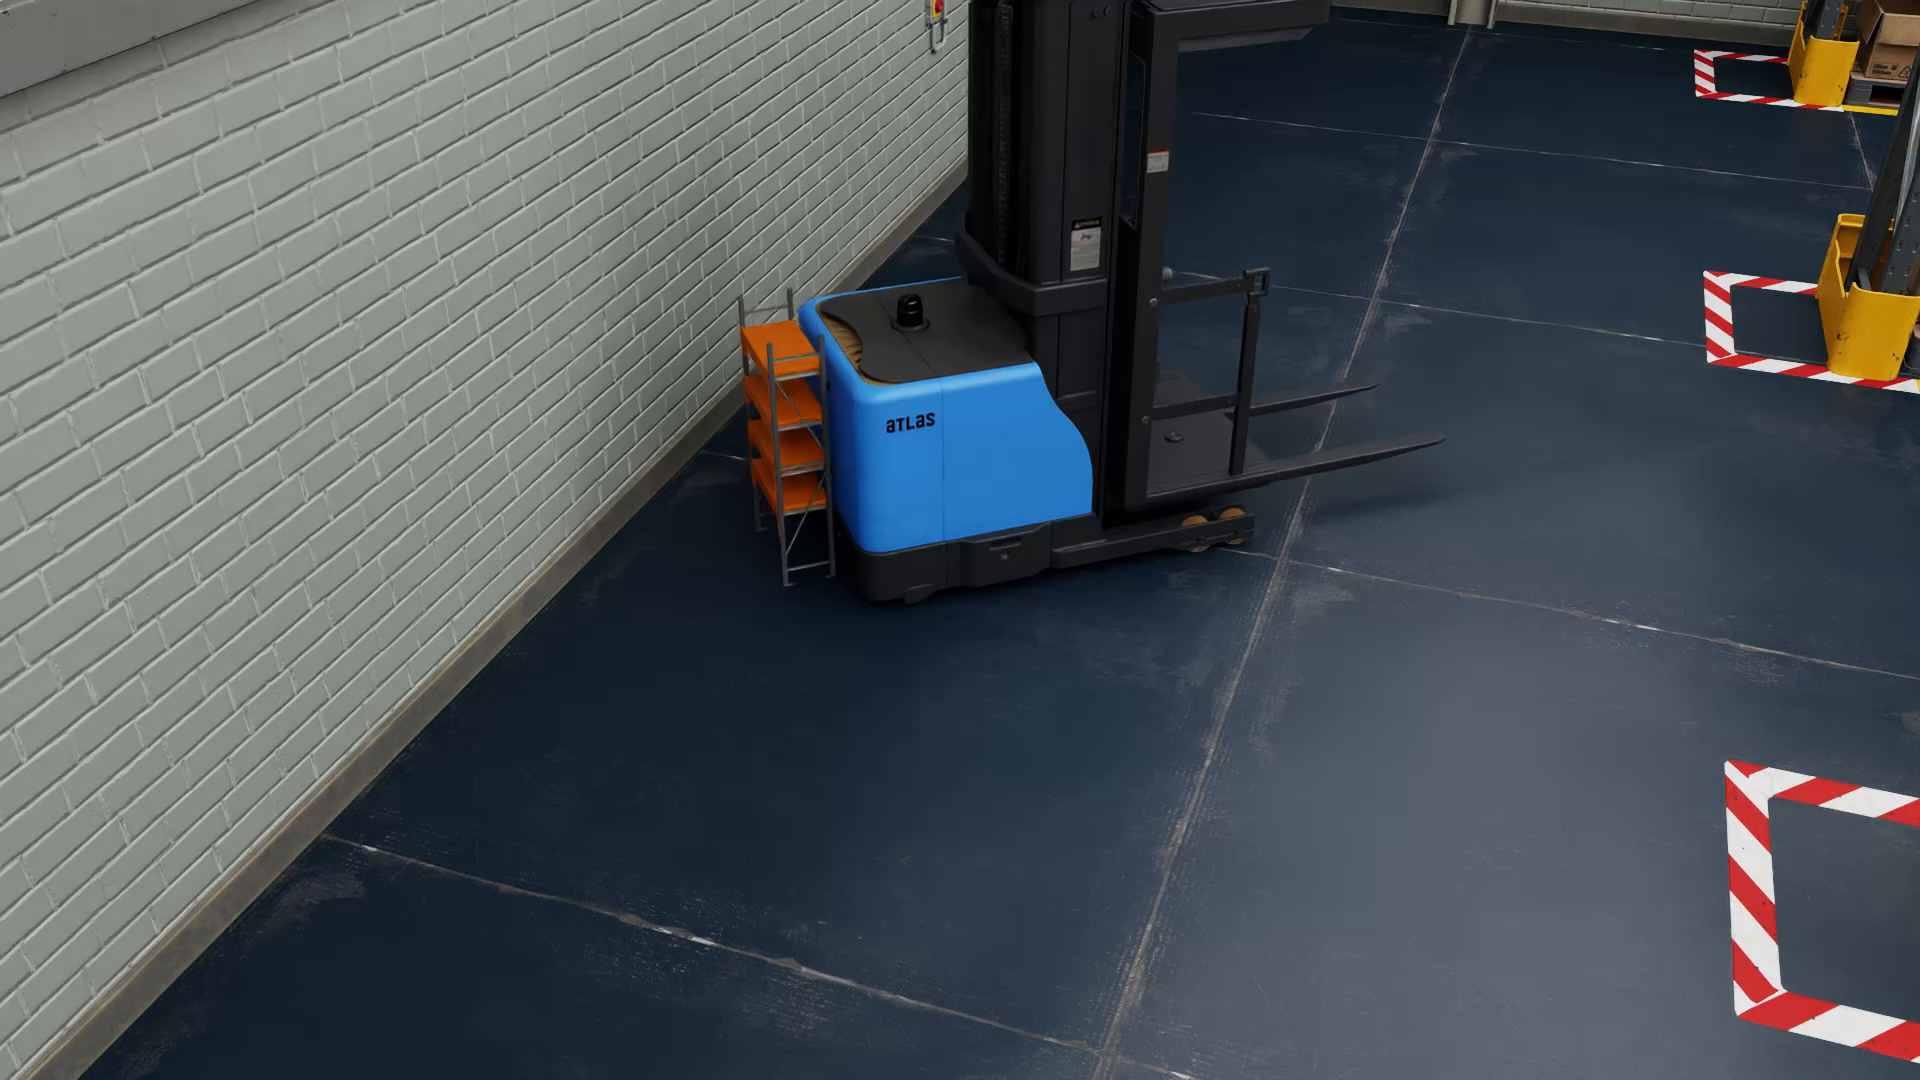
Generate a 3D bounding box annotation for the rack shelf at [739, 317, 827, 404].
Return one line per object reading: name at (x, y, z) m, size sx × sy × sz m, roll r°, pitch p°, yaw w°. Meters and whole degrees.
rack shelf at (-0.759, -0.774, 7.118) m, size 0.258 × 0.148 × 0.480 m, roll -11°, pitch 35°, yaw -17°

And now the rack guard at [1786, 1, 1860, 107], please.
rack guard at (6.914, -3.911, 13.346) m, size 0.348 × 0.500 × 1.175 m, roll 11°, pitch 34°, yaw 16°

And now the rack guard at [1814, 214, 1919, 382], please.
rack guard at (5.149, -1.394, 9.448) m, size 0.348 × 0.500 × 1.175 m, roll 11°, pitch 34°, yaw 16°

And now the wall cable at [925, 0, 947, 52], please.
wall cable at (-0.145, -3.899, 10.059) m, size 0.123 × 1.953 × 0.585 m, roll 11°, pitch 34°, yaw 16°

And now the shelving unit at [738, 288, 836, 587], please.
shelving unit at (-0.759, -0.444, 7.332) m, size 0.258 × 1.200 × 0.503 m, roll -11°, pitch 35°, yaw -17°

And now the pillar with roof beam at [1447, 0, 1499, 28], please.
pillar with roof beam at (3.156, -6.251, 9.135) m, size 0.400 × 9.000 × 9.100 m, roll 11°, pitch 34°, yaw 16°

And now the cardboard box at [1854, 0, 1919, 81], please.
cardboard box at (7.386, -3.942, 13.005) m, size 0.637 × 0.503 × 0.797 m, roll 10°, pitch 34°, yaw 15°

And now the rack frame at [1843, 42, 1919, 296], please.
rack frame at (5.171, -2.440, 8.763) m, size 0.127 × 3.000 × 1.000 m, roll 11°, pitch 34°, yaw 16°

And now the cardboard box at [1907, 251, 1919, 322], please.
cardboard box at (5.826, -1.470, 9.236) m, size 0.875 × 0.438 × 0.875 m, roll 10°, pitch 34°, yaw 15°

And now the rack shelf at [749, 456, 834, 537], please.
rack shelf at (-0.759, -0.221, 7.476) m, size 0.258 × 0.148 × 0.480 m, roll -11°, pitch 35°, yaw -17°

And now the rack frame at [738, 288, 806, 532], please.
rack frame at (-0.844, -0.568, 7.524) m, size 0.240 × 1.200 × 0.015 m, roll -11°, pitch 35°, yaw -17°

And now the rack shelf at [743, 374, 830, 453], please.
rack shelf at (-0.759, -0.576, 7.247) m, size 0.258 × 0.148 × 0.480 m, roll -11°, pitch 35°, yaw -17°

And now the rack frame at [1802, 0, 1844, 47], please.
rack frame at (6.842, -4.975, 12.690) m, size 0.127 × 3.000 × 1.000 m, roll 11°, pitch 34°, yaw 16°

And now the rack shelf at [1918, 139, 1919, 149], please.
rack shelf at (7.054, -1.771, 8.391) m, size 4.000 × 0.370 × 1.077 m, roll 11°, pitch 34°, yaw 16°

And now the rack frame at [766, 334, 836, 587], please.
rack frame at (-0.675, -0.320, 7.139) m, size 0.240 × 1.200 × 0.015 m, roll -11°, pitch 35°, yaw -17°

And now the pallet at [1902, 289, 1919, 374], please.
pallet at (5.950, -1.162, 9.355) m, size 1.213 × 0.211 × 1.003 m, roll 11°, pitch 34°, yaw 16°

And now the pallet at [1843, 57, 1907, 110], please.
pallet at (7.665, -3.644, 13.199) m, size 1.213 × 0.211 × 1.003 m, roll 11°, pitch 34°, yaw 16°

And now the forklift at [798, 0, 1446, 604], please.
forklift at (0.836, -1.434, 7.268) m, size 3.031 × 2.935 × 1.130 m, roll -11°, pitch 34°, yaw -16°

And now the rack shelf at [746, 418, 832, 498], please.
rack shelf at (-0.759, -0.388, 7.368) m, size 0.258 × 0.148 × 0.480 m, roll -11°, pitch 35°, yaw -17°
